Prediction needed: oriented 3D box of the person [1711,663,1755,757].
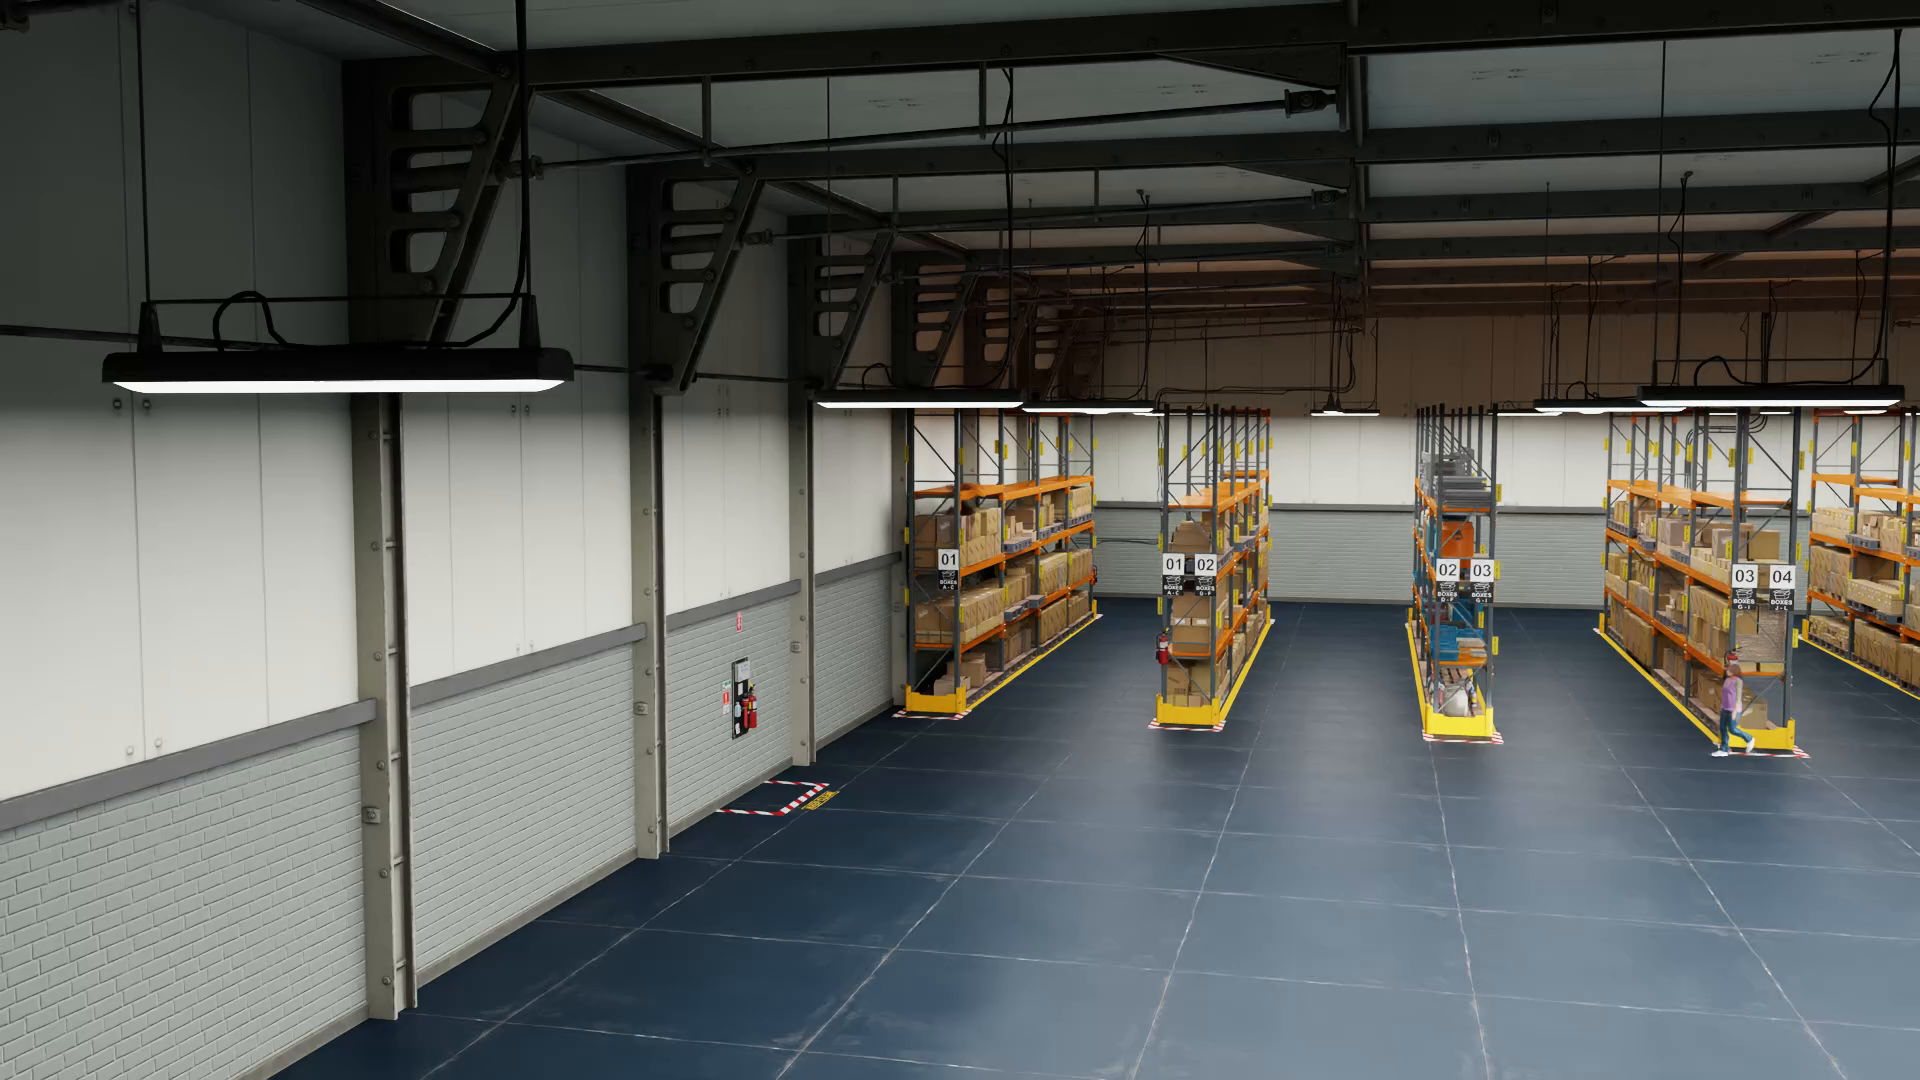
[{"bbox_3d":[13.072,2.882,28.099,0.652,1.576,0.407,-1,4,-14],"label":"person"}]
